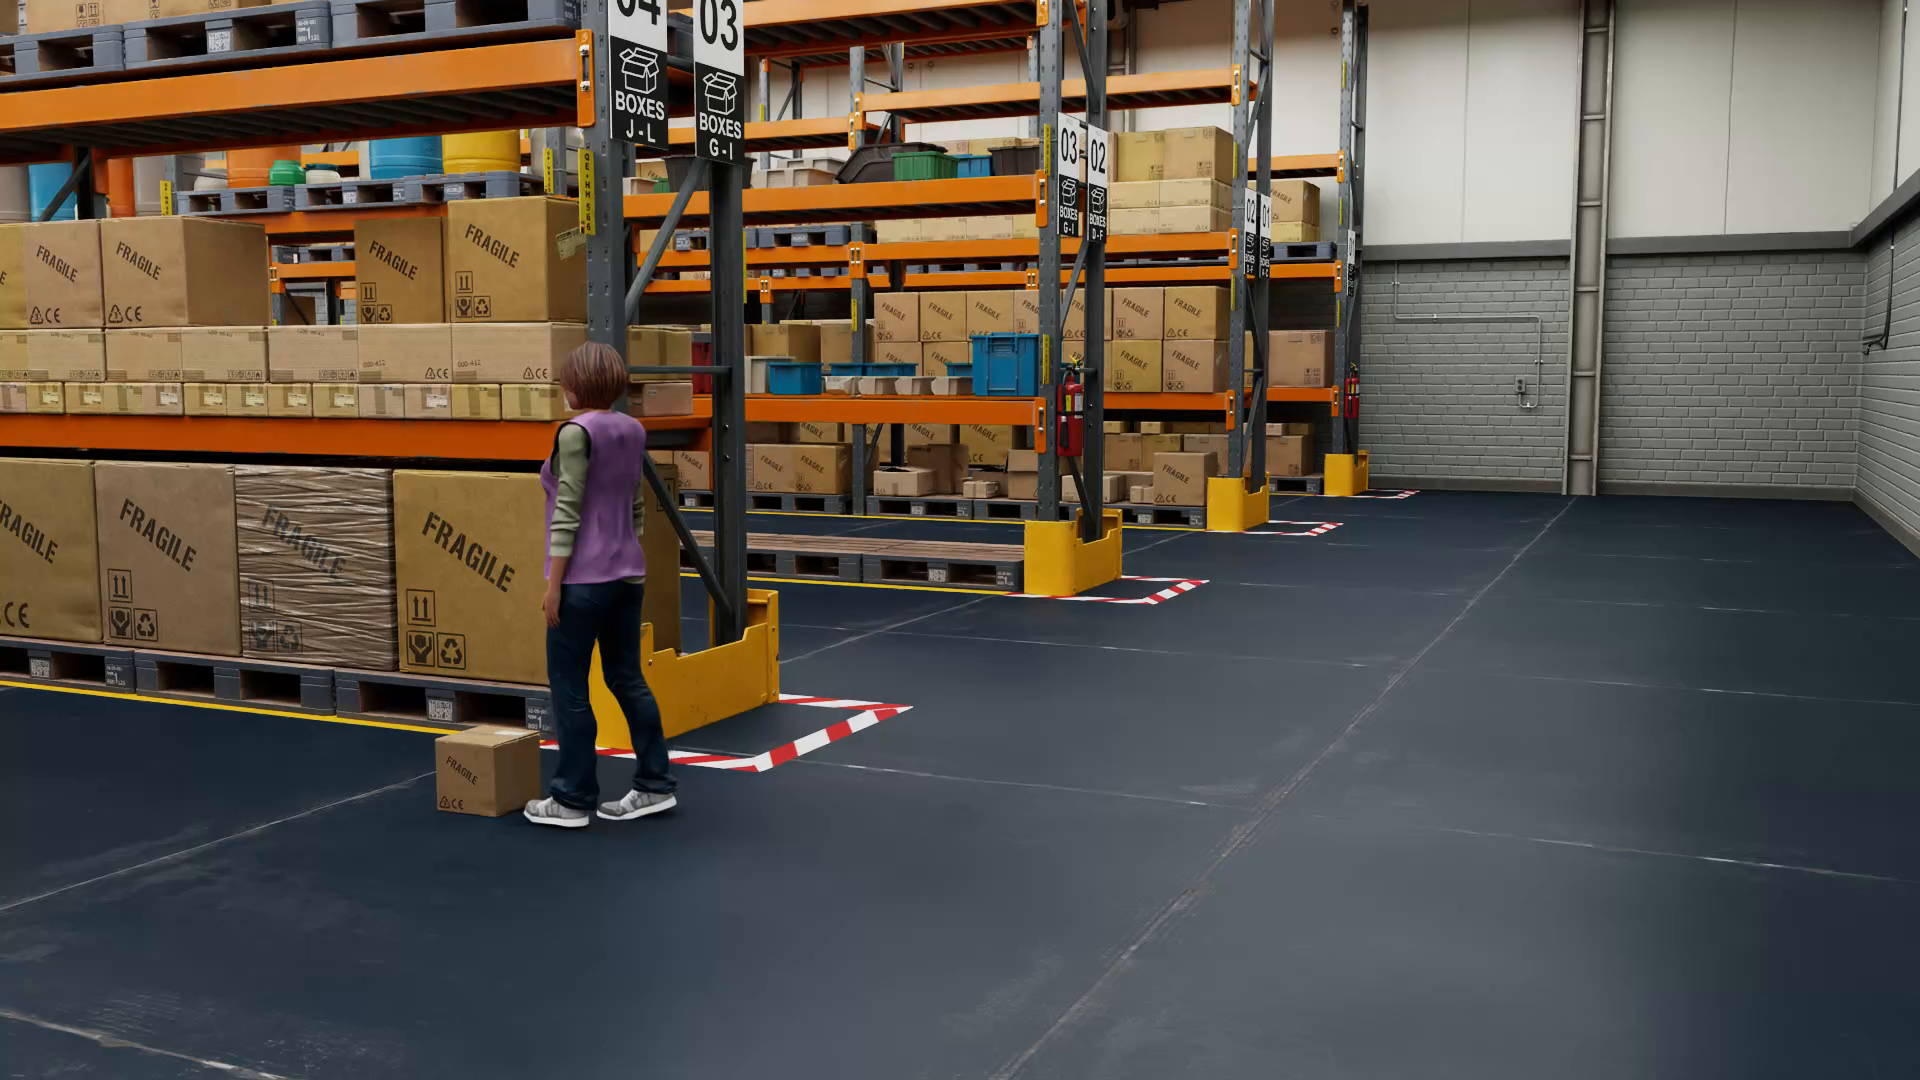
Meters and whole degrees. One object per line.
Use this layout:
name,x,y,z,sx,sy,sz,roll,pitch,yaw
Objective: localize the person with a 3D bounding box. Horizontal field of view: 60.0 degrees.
person,-1.225,0.155,5.503,0.450,1.616,0.420,3,6,25
